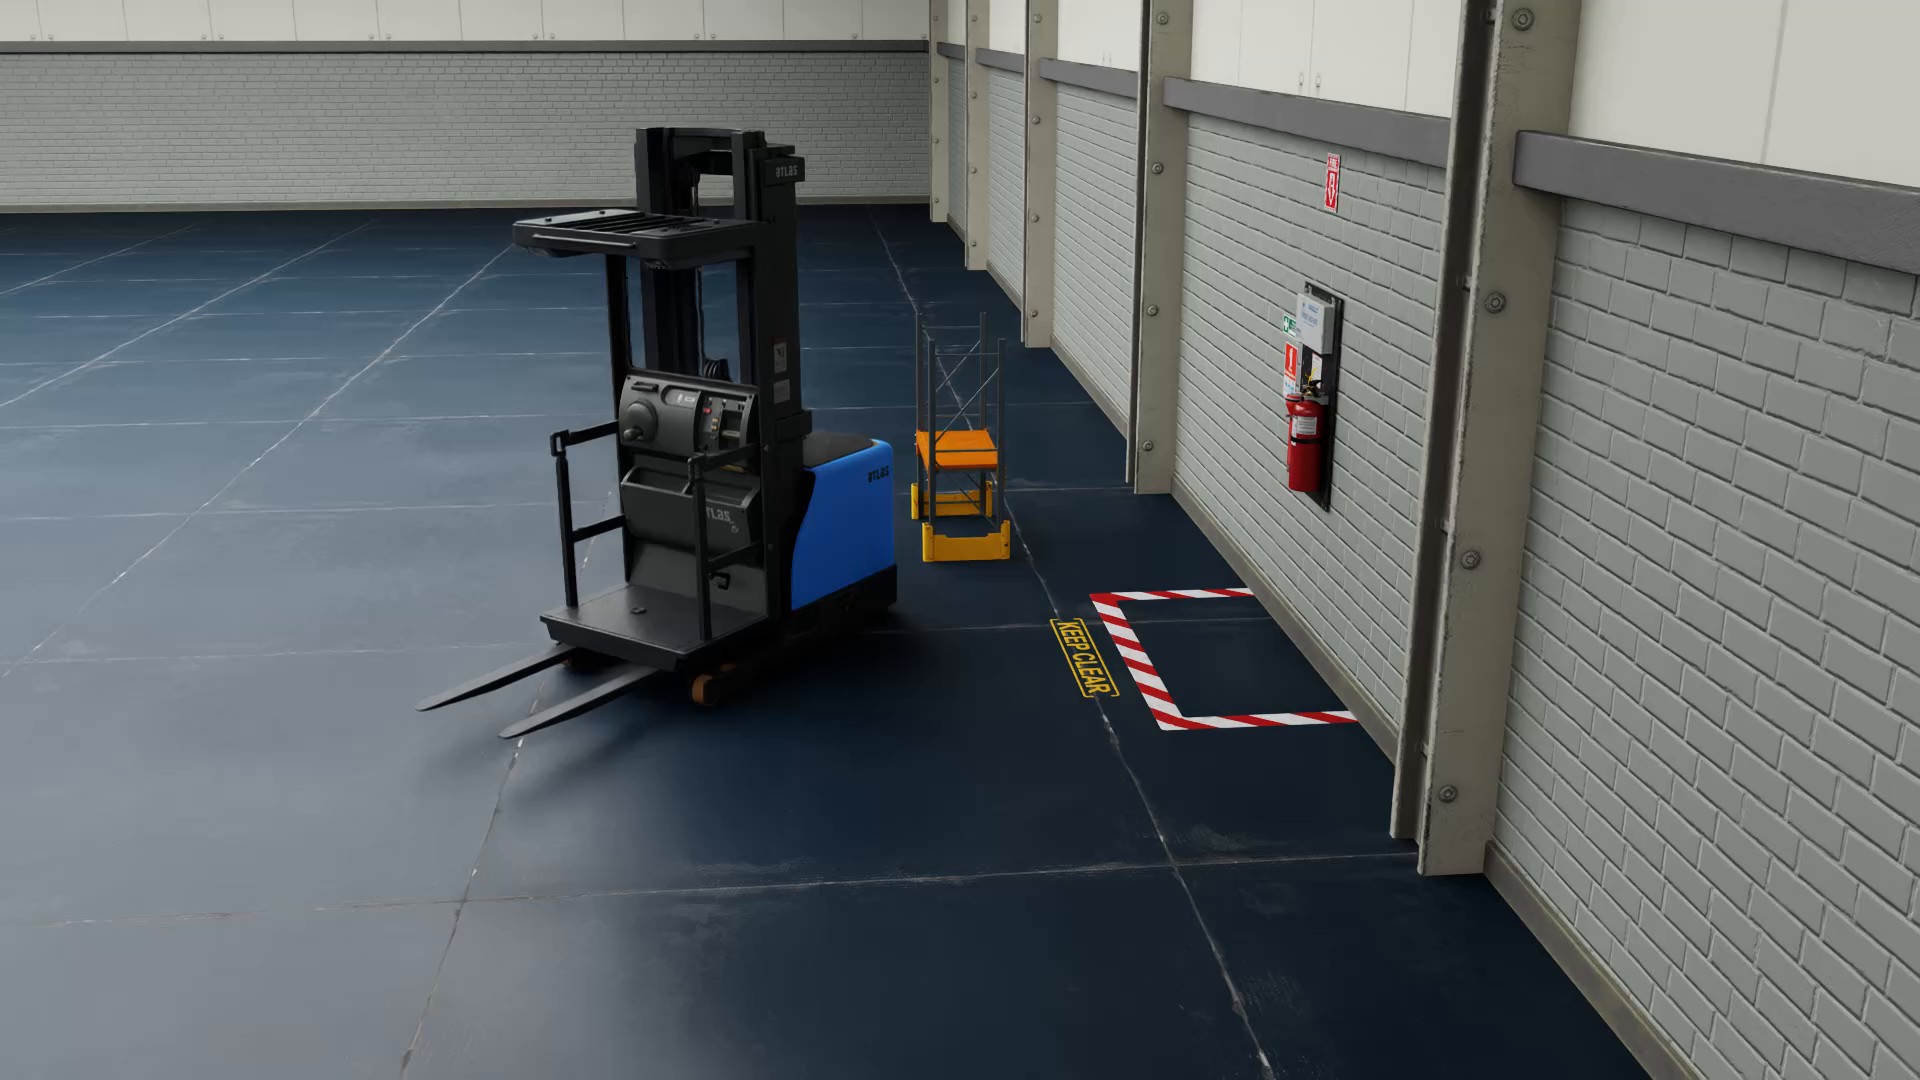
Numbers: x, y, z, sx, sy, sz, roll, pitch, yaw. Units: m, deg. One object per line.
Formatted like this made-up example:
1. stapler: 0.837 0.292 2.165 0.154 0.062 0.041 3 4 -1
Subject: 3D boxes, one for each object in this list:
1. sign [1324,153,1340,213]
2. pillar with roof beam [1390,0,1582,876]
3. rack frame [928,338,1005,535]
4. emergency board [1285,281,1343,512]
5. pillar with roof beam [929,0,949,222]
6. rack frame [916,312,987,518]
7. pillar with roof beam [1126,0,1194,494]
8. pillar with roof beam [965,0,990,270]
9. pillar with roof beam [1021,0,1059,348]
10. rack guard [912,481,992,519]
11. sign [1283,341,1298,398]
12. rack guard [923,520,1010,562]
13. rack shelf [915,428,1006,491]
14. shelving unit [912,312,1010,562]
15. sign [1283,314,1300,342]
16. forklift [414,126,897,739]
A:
1. sign: 1.986 -1.909 8.879 0.001 0.298 0.199 -2 18 -6
2. pillar with roof beam: -2.177 -2.789 5.538 9.100 9.000 0.400 -2 18 -6
3. rack frame: 0.044 -0.590 11.051 0.500 1.500 0.032 -2 18 -6
4. emergency board: 1.888 -0.797 9.209 0.194 1.169 0.643 -2 18 -6
5. pillar with roof beam: -4.652 -9.940 28.314 9.100 9.000 0.400 -2 18 -6
6. rack frame: -0.061 -0.892 12.016 0.500 1.500 0.032 -2 18 -6
7. pillar with roof beam: -2.796 -4.577 11.232 9.100 9.000 0.400 -2 18 -6
8. pillar with roof beam: -4.034 -8.152 22.620 9.100 9.000 0.400 -2 18 -6
9. pillar with roof beam: -3.415 -6.364 16.926 9.100 9.000 0.400 -2 18 -6
10. rack guard: -0.059 -0.290 12.185 0.587 0.250 0.087 -2 18 -6
11. sign: 1.934 -0.982 9.739 0.001 0.329 0.234 -2 18 -6
12. rack guard: 0.043 0.006 11.239 0.587 0.250 0.087 -2 18 -6
13. rack shelf: -0.009 -0.569 11.587 0.538 0.185 1.000 -2 18 -6
14. shelving unit: -0.008 -0.738 11.525 0.587 1.500 1.083 -2 18 -6
15. sign: 1.925 -1.234 9.654 0.001 0.109 0.331 -2 18 -6
16. forklift: -1.613 -0.675 8.932 1.130 2.935 3.031 11 21 31
